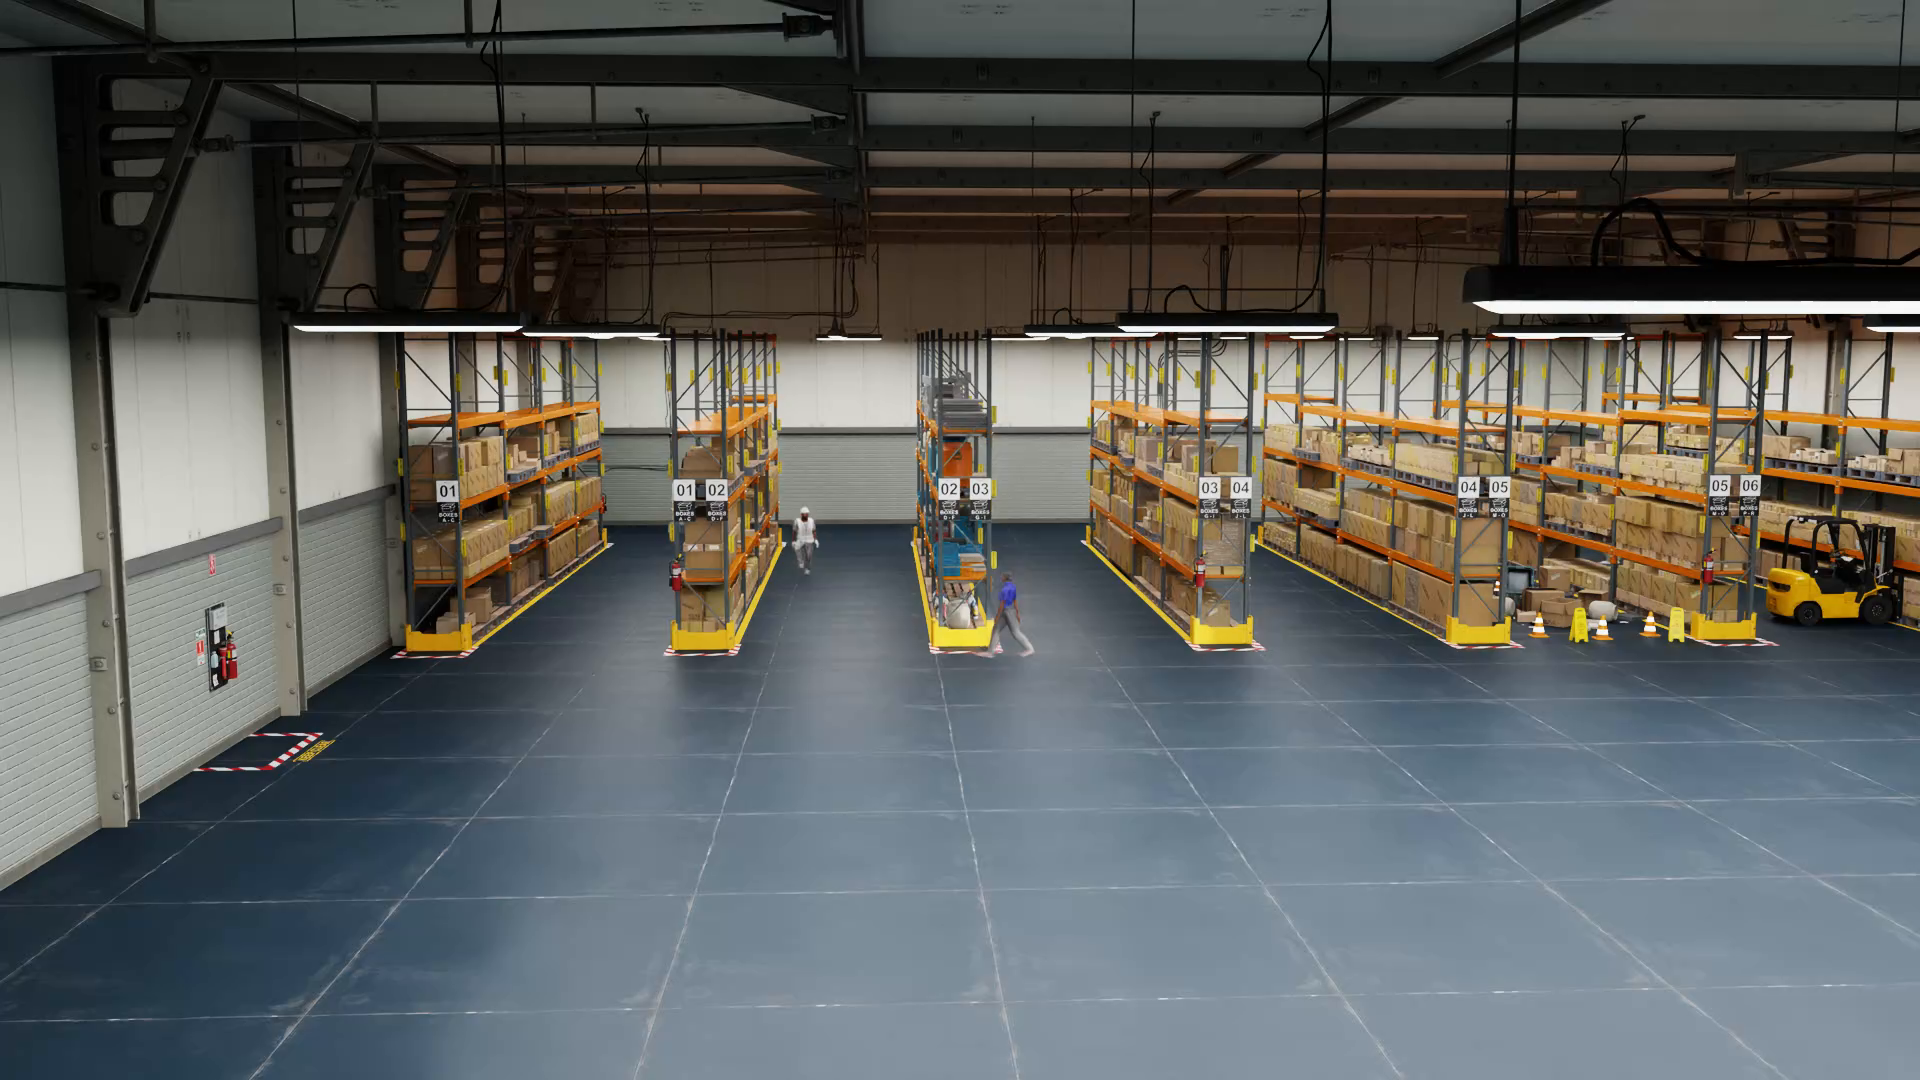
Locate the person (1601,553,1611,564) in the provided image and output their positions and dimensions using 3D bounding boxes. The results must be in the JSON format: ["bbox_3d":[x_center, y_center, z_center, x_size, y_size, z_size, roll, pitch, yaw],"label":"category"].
[{"bbox_3d":[16.960,-0.209,43.363,0.389,1.675,0.470,3,7,22],"label":"person"}]

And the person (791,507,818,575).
[{"bbox_3d":[-3.793,0.049,40.574,0.669,1.706,1.064,-1,7,-4],"label":"person"}]

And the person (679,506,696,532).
[{"bbox_3d":[-8.201,-1.052,50.225,1.116,1.738,0.651,2,7,16],"label":"person"}]

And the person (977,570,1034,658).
[{"bbox_3d":[0.840,1.352,30.281,1.001,1.612,0.426,-3,7,-20],"label":"person"}]
